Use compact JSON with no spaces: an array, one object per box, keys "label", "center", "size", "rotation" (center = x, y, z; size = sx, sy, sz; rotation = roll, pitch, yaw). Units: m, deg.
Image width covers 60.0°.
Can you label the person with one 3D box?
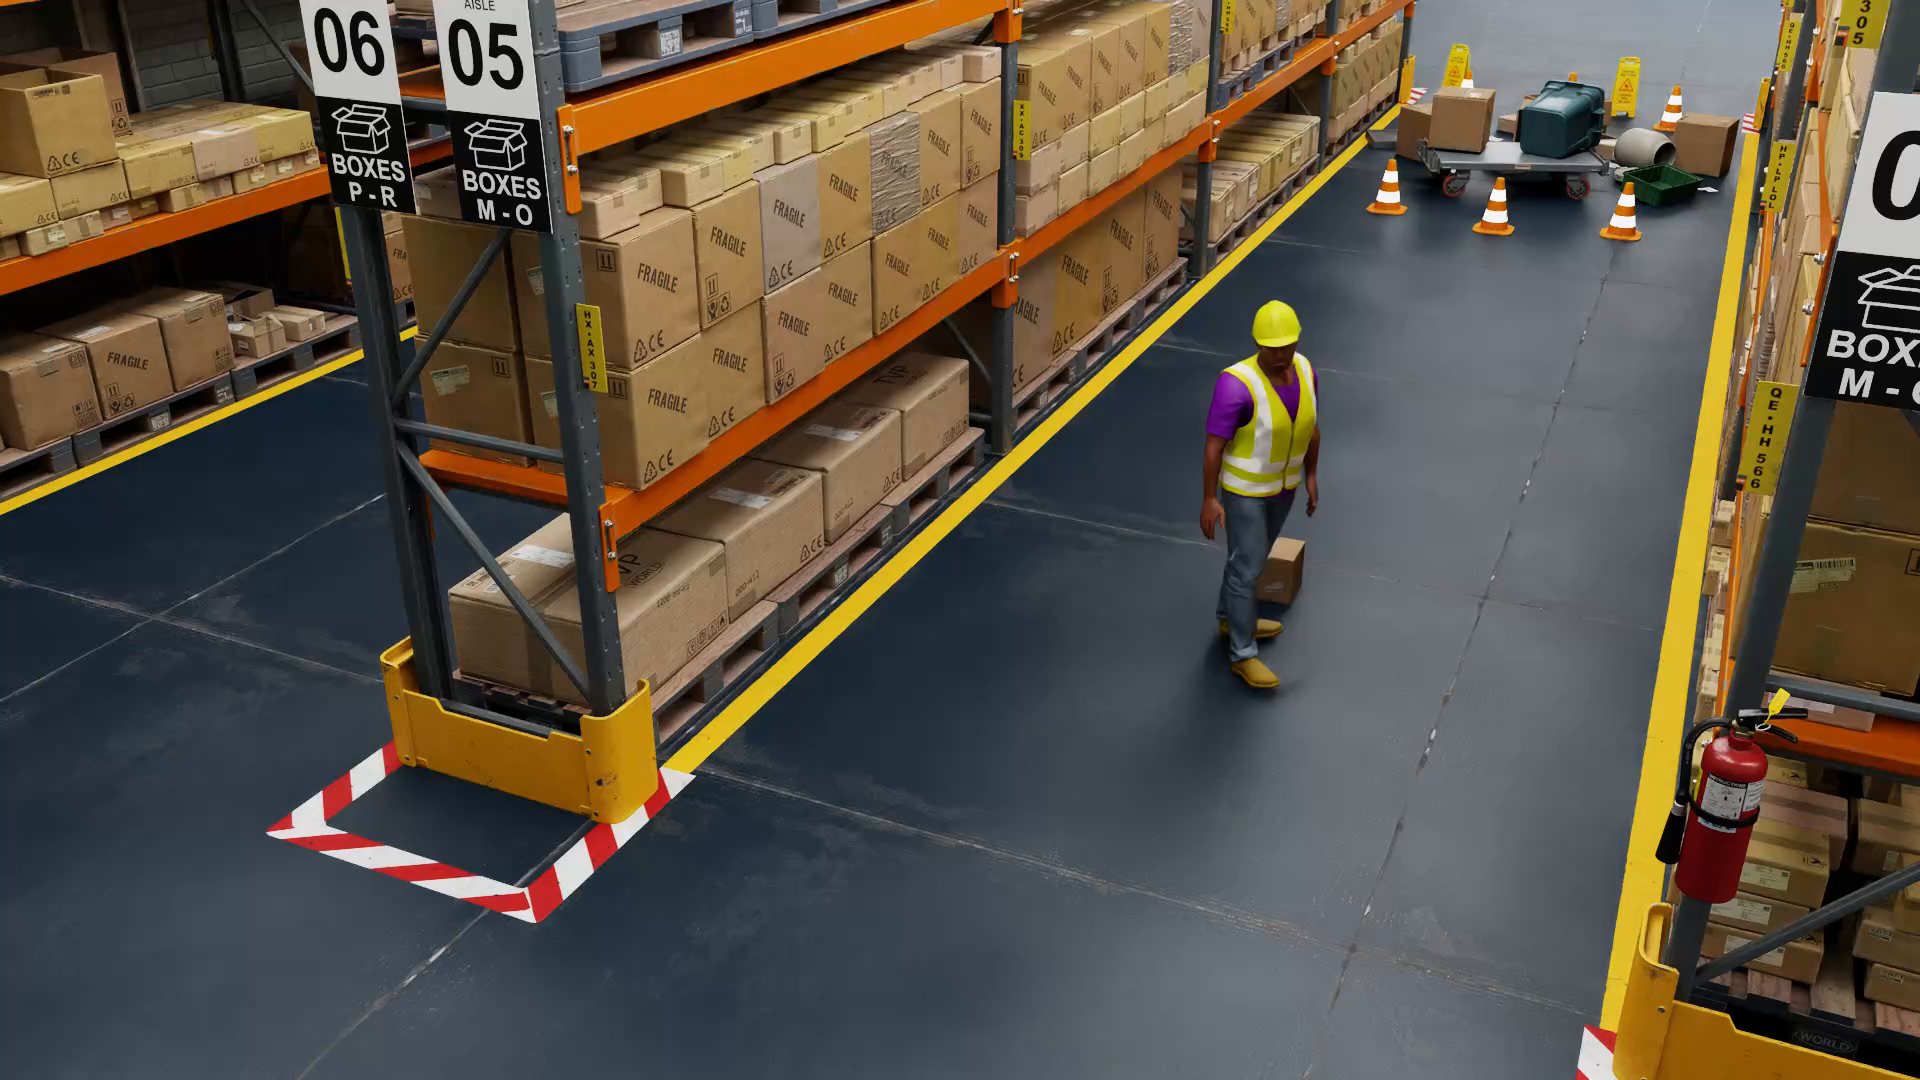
[{"label":"person","center":[1.369,-0.223,7.502],"size":[0.647,1.766,0.607],"rotation":[-19,32,-34]}]
